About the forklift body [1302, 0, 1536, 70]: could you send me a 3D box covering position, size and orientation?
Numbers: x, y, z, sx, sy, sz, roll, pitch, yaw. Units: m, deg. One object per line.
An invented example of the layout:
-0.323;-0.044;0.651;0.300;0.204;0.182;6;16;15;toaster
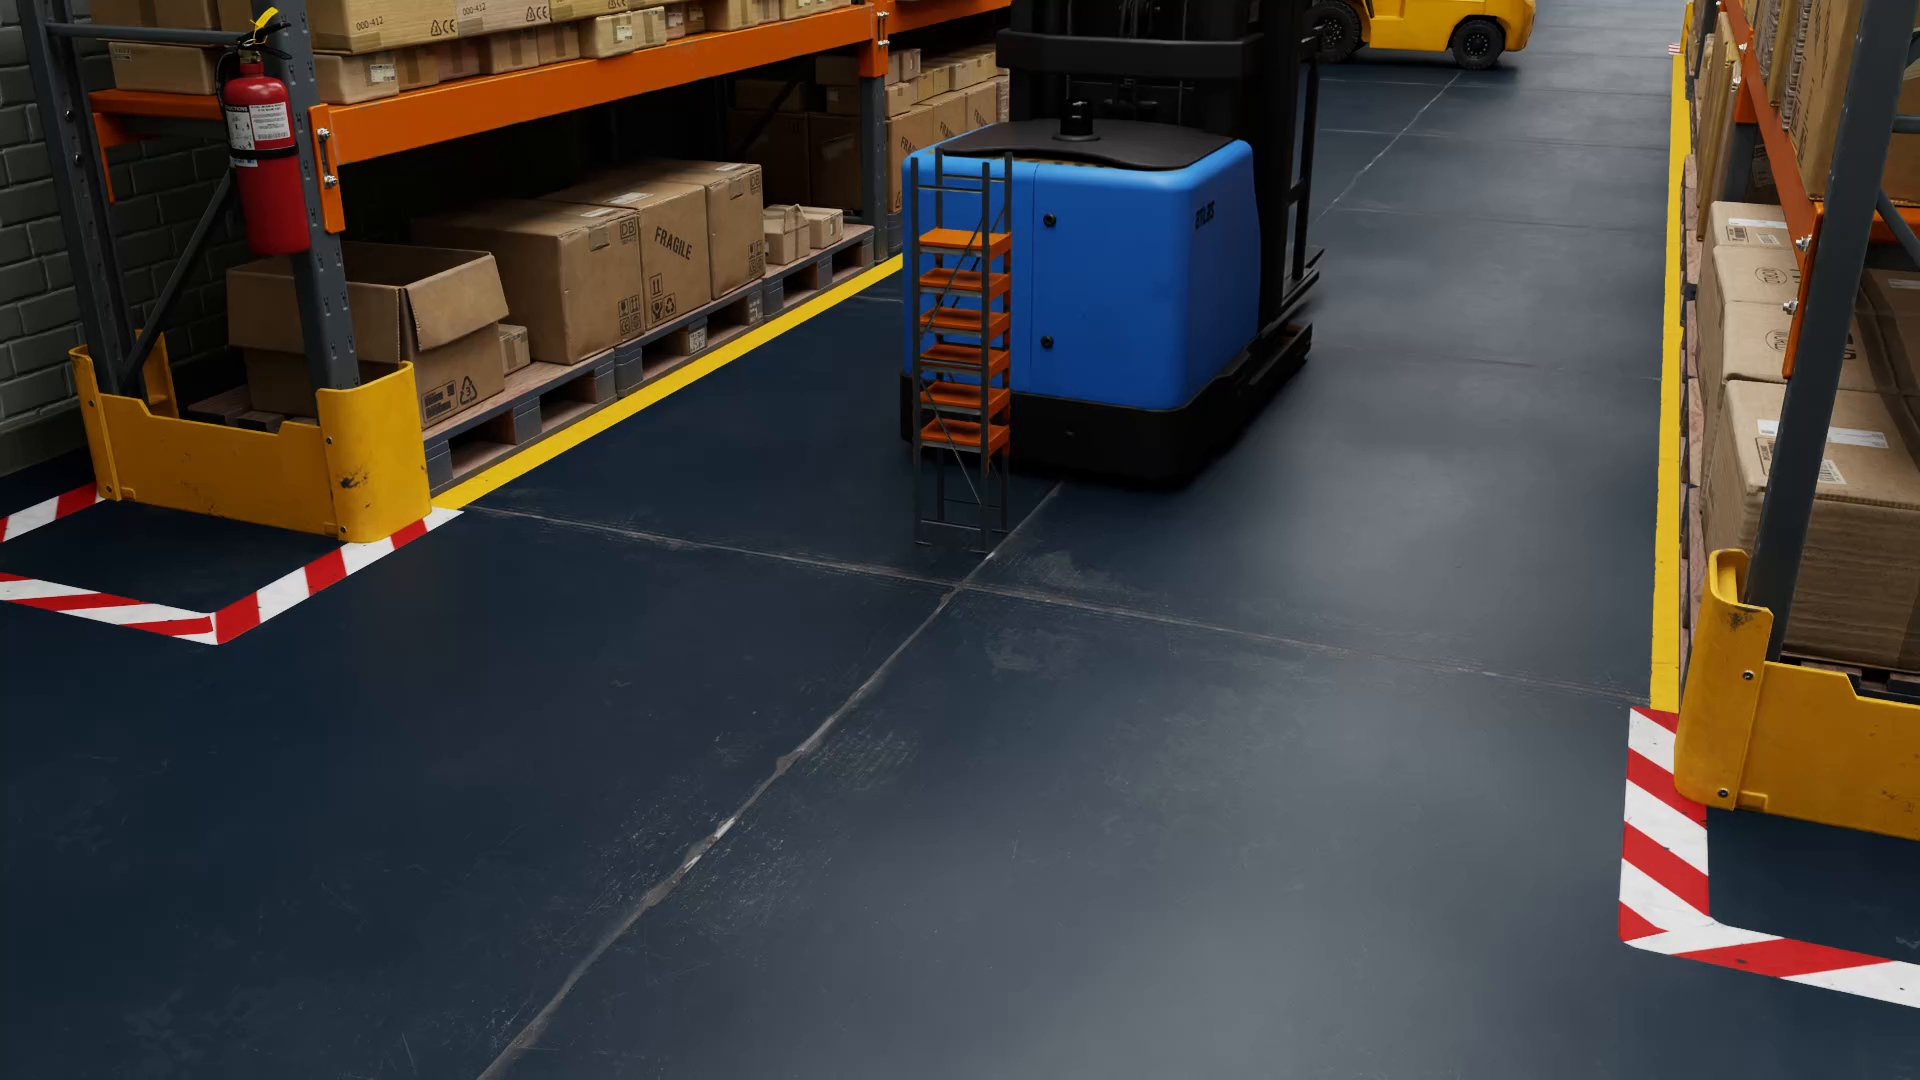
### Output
4.580;-5.877;16.530;2.313;2.155;1.214;9;24;20;forklift body

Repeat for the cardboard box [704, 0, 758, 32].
-1.093;-2.270;7.119;0.380;0.149;0.250;8;24;19;cardboard box

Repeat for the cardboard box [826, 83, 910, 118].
-0.486;-2.344;8.827;0.380;0.149;0.250;10;25;23;cardboard box

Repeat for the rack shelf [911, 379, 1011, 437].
0.005;-0.407;5.095;0.258;0.103;0.180;9;24;20;rack shelf

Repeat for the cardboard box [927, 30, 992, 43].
-0.006;-3.352;11.239;0.380;0.149;0.250;9;24;21;cardboard box

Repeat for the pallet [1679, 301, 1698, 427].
3.388;-0.657;6.550;1.003;0.211;1.213;9;24;20;pallet

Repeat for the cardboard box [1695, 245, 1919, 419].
3.078;-0.687;5.782;0.875;0.438;0.875;8;24;18;cardboard box

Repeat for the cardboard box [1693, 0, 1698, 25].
7.252;-5.147;15.729;0.500;0.500;0.500;9;24;21;cardboard box

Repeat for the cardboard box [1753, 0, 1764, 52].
3.326;-2.121;6.306;0.500;0.500;0.500;10;25;22;cardboard box

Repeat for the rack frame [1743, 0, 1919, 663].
2.257;-0.774;3.210;1.000;3.000;0.127;9;24;20;rack frame

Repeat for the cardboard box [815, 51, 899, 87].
-0.543;-2.490;8.791;0.380;0.149;0.250;8;24;19;cardboard box

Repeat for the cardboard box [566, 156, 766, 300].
-1.298;-1.400;7.409;0.700;0.500;0.500;8;24;18;cardboard box

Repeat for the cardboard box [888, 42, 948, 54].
-0.295;-3.073;10.572;0.380;0.149;0.250;9;24;20;cardboard box

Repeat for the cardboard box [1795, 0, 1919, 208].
2.191;-1.030;3.695;0.500;0.500;0.500;9;24;20;cardboard box

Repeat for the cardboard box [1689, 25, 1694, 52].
7.257;-4.797;15.864;0.500;0.250;0.500;11;25;24;cardboard box

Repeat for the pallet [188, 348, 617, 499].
-2.029;-0.509;6.194;1.003;0.211;1.213;9;24;20;pallet

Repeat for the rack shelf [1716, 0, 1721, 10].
5.972;-4.020;11.916;1.077;0.370;4.000;9;24;20;rack shelf

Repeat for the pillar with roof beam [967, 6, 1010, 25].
4.263;-7.093;10.556;9.100;9.000;0.400;9;24;20;pillar with roof beam

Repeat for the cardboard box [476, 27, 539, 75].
-1.708;-1.724;5.811;0.380;0.149;0.250;10;25;22;cardboard box

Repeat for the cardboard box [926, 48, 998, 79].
0.014;-2.921;10.209;0.380;0.149;0.250;9;24;20;cardboard box

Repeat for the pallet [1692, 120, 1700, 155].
5.521;-2.629;11.270;1.003;0.211;1.213;9;24;20;pallet

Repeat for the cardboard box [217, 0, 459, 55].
-1.934;-1.675;5.176;0.500;0.250;0.500;9;24;20;cardboard box

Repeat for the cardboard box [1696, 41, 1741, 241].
4.227;-1.976;8.301;0.875;0.875;0.875;10;24;22;cardboard box

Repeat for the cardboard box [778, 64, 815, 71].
-0.823;-2.610;9.464;0.380;0.149;0.250;9;24;21;cardboard box

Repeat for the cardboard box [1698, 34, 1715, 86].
6.522;-3.861;13.466;0.950;0.372;0.625;9;24;21;cardboard box

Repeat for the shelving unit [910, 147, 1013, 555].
0.005;-0.559;5.031;0.258;1.200;0.189;9;24;20;shelving unit

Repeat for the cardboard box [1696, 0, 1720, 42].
6.685;-4.589;14.394;0.500;0.500;0.500;8;24;19;cardboard box

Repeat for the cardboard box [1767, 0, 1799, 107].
2.753;-1.580;5.011;0.500;0.500;0.500;10;24;22;cardboard box

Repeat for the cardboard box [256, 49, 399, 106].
-1.976;-1.445;5.144;0.380;0.149;0.250;9;24;20;cardboard box

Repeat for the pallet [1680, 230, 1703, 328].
3.960;-1.205;7.861;1.003;0.211;1.213;9;24;20;pallet

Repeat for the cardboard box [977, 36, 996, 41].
0.319;-3.194;10.862;0.380;0.149;0.250;10;24;22;cardboard box

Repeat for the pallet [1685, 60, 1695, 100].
6.931;-4.027;14.616;1.003;0.211;1.213;9;24;20;pallet

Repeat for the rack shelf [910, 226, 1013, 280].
0.005;-0.850;4.910;0.258;0.103;0.180;9;24;20;rack shelf

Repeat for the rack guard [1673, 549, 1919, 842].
2.248;0.388;3.671;1.175;0.500;0.348;9;24;20;rack guard

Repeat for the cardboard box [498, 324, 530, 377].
-1.843;-0.713;6.219;0.380;0.149;0.250;8;24;18;cardboard box

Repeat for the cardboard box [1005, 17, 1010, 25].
0.863;-3.665;12.668;0.875;0.625;0.625;10;25;22;cardboard box

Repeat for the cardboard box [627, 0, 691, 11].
-1.391;-2.223;6.489;0.500;0.250;0.500;8;24;19;cardboard box

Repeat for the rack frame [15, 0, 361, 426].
-2.353;-1.483;4.908;1.000;3.000;0.127;9;24;20;rack frame

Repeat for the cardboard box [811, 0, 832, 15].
-0.827;-2.552;7.793;0.380;0.149;0.250;9;24;21;cardboard box

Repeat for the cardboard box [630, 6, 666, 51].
-1.372;-1.996;6.464;0.380;0.149;0.250;9;24;21;cardboard box

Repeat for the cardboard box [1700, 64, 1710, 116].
5.715;-3.084;11.605;0.950;0.372;0.625;8;24;19;cardboard box

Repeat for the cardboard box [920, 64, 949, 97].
-0.281;-2.648;9.554;0.380;0.149;0.250;8;24;19;cardboard box

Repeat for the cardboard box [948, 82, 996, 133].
-0.100;-2.465;9.959;0.500;0.500;0.500;8;24;18;cardboard box

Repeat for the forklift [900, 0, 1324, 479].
0.845;-2.091;6.453;1.130;2.935;3.031;10;25;22;forklift
